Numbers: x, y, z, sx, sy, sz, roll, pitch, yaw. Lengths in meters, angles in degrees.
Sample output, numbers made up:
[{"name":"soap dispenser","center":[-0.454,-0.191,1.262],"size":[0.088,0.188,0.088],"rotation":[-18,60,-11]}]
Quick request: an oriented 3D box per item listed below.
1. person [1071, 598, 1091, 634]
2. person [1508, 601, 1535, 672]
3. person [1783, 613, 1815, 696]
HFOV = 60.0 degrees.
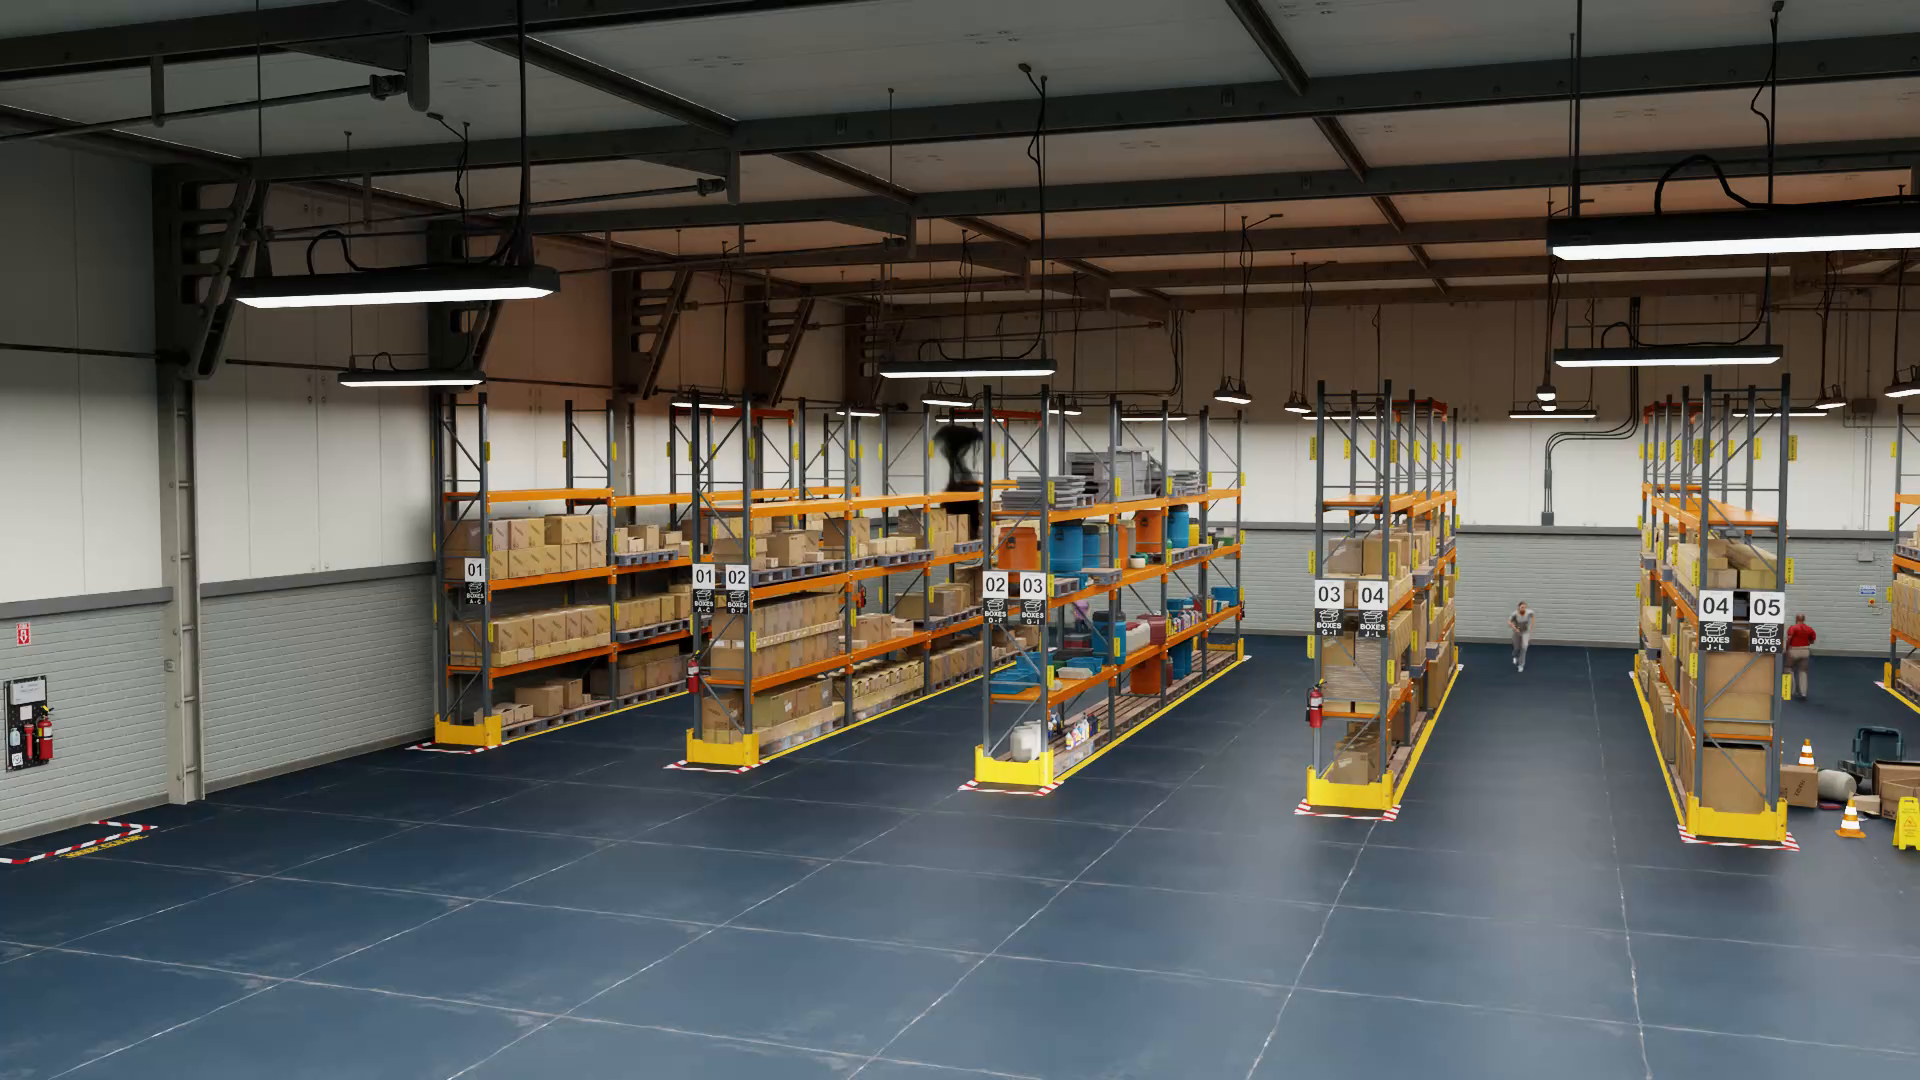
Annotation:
[{"name":"person","center":[3.034,2.002,41.489],"size":[0.553,1.577,0.596],"rotation":[-1,3,-15]},{"name":"person","center":[12.867,2.188,38.234],"size":[0.579,1.624,1.004],"rotation":[0,3,6]},{"name":"person","center":[17.088,2.338,33.952],"size":[0.645,1.696,0.655],"rotation":[0,3,6]}]
